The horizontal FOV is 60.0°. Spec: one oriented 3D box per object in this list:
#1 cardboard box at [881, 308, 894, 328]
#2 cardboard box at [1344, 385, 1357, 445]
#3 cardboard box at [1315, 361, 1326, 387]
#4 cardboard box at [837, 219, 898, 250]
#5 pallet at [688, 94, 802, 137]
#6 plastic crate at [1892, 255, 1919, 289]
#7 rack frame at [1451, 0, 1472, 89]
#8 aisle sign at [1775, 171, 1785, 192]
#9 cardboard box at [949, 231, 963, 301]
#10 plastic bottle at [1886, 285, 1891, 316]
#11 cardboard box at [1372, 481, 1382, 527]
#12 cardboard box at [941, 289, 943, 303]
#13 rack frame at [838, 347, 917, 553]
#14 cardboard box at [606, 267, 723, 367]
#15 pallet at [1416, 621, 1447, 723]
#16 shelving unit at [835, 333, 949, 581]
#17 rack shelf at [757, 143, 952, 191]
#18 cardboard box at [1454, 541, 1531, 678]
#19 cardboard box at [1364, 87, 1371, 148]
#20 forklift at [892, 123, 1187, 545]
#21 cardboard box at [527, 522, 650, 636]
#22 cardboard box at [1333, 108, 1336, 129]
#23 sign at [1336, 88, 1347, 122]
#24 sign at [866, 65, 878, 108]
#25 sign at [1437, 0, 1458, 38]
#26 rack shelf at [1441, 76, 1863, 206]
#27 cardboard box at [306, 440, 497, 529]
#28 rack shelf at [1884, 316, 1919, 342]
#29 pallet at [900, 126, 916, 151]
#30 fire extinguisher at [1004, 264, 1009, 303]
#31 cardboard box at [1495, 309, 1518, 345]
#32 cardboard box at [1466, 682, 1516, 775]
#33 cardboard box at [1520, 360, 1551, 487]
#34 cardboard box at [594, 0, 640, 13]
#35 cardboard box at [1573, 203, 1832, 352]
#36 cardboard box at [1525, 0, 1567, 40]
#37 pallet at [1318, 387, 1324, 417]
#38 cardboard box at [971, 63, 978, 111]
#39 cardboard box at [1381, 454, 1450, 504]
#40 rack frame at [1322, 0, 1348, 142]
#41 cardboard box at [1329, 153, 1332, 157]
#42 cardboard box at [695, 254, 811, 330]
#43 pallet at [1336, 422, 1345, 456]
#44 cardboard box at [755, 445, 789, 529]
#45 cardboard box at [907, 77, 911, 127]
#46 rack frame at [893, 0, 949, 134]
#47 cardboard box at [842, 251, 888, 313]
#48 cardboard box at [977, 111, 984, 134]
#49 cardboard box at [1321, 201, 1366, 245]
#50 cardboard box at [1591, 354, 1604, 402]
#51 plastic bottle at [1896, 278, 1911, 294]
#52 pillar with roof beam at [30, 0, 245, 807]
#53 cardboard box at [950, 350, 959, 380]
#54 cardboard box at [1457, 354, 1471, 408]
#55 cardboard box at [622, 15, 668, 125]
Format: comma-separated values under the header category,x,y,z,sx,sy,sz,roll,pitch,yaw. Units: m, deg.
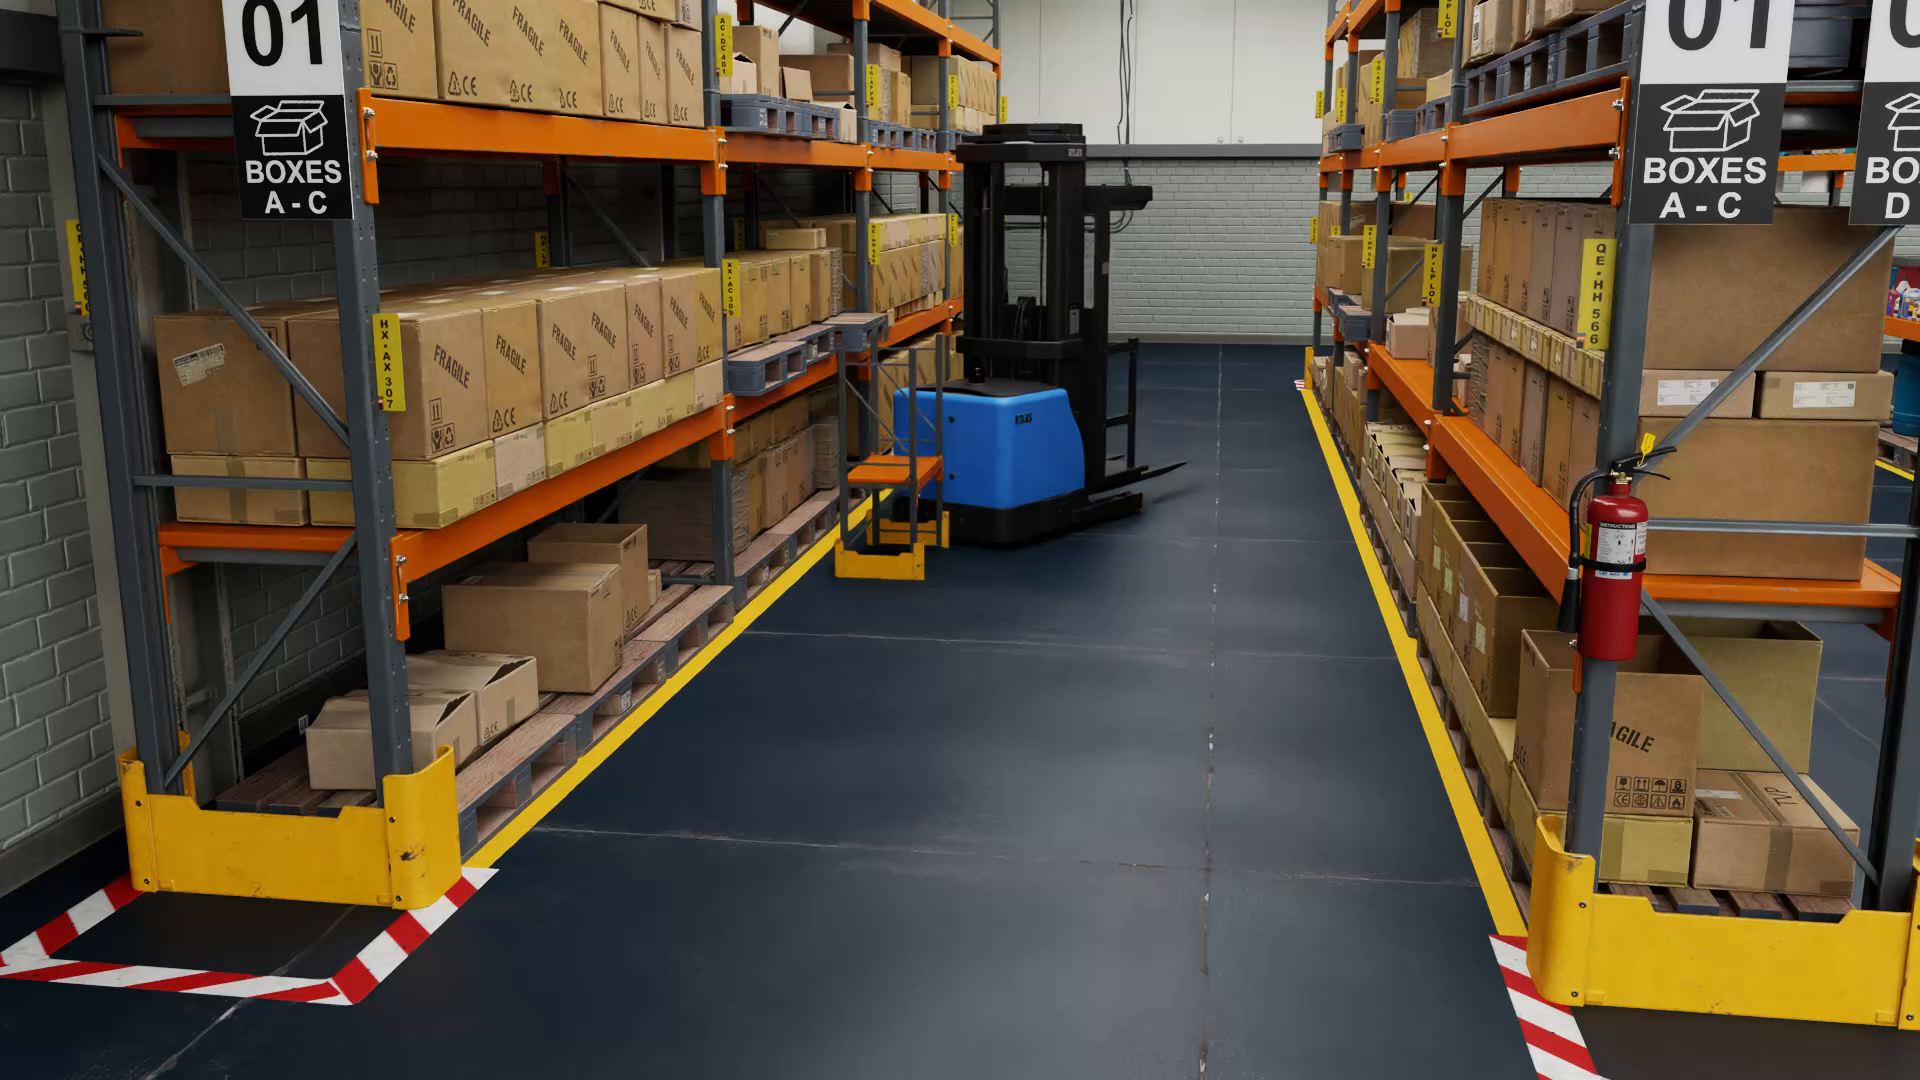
category,x,y,z,sx,sy,sz,roll,pitch,yaw
cardboard box,-0.776,-1.909,14.278,0.380,0.149,0.250,2,12,10
cardboard box,3.734,-1.109,14.907,0.500,0.500,0.500,1,12,7
cardboard box,4.381,-1.920,19.266,0.500,0.250,0.500,2,12,9
cardboard box,-0.821,-2.625,14.281,0.500,0.250,0.500,2,12,8
pallet,-1.642,-2.523,9.905,1.213,0.211,1.003,2,12,9
plastic crate,9.562,-2.606,16.671,0.402,0.464,0.583,2,12,9
rack frame,3.053,-3.796,8.248,1.000,3.000,0.127,2,12,9
aisle sign,9.510,-4.496,19.563,0.394,0.787,0.004,2,12,9
cardboard box,-0.513,-2.948,17.838,0.980,0.700,0.700,2,12,10
plastic bottle,8.699,-2.248,15.581,0.061,0.283,0.133,2,12,9
cardboard box,3.147,-0.245,11.539,0.500,0.250,0.500,2,12,7
cardboard box,-0.384,-2.496,17.004,0.380,0.149,0.250,2,12,9
rack frame,-0.525,-0.481,10.664,0.500,1.500,0.032,2,12,9
cardboard box,-1.610,-1.218,9.053,0.500,0.500,0.500,2,12,9
pallet,2.889,0.664,8.412,1.003,0.211,1.213,2,12,9
shelving unit,-0.445,-0.588,11.164,0.587,1.500,1.083,2,12,9
rack shelf,-0.920,-3.387,15.176,1.077,0.370,4.000,2,12,9
cardboard box,2.444,0.308,7.196,0.500,0.500,0.500,2,12,9
cardboard box,3.860,-3.518,13.838,0.910,0.500,0.500,2,12,9
forklift,0.767,-1.656,12.722,1.130,2.935,3.031,9,15,34
cardboard box,-1.963,0.201,8.830,0.500,0.500,0.500,1,12,4
cardboard box,4.249,-4.484,17.730,0.500,0.250,0.500,2,12,9
sign,3.746,-4.264,16.311,0.100,0.325,0.005,2,12,9
sign,-0.691,-3.557,13.031,0.100,0.325,0.005,2,12,9
sign,2.515,-2.752,8.548,0.100,0.325,0.005,2,12,9
rack shelf,2.745,-1.562,6.708,1.077,0.370,4.000,2,12,9
cardboard box,-2.069,-0.218,6.195,0.500,0.250,0.500,2,12,7
rack shelf,8.869,-1.600,14.003,1.077,0.370,4.000,2,12,9
pallet,-1.012,-3.598,14.899,1.003,0.211,1.213,2,12,11
fire extinguisher,0.482,-3.318,21.336,0.296,0.674,0.183,2,12,9
cardboard box,2.664,-0.967,7.584,0.380,0.149,0.250,1,12,7
cardboard box,2.368,0.778,6.792,0.500,0.250,0.500,2,12,9
cardboard box,2.757,-0.499,6.950,0.700,0.500,0.500,2,12,10
cardboard box,-1.796,-2.700,7.625,0.500,0.500,0.500,1,12,7
cardboard box,2.606,-0.931,5.878,0.700,0.500,0.500,2,12,7
cardboard box,2.440,-2.091,6.340,0.500,0.311,0.500,3,13,15
pallet,4.575,-1.563,18.746,1.003,0.211,1.213,2,12,9
cardboard box,-0.082,-5.052,18.536,0.500,0.500,0.500,2,12,9
cardboard box,3.066,-0.409,10.971,0.500,0.311,0.500,2,12,8
rack frame,4.898,-6.294,19.839,1.000,3.000,0.127,2,12,9
cardboard box,4.333,-4.344,18.265,0.500,0.250,0.500,2,12,9
cardboard box,-1.459,-1.762,11.766,0.700,0.500,0.500,2,12,9
pallet,4.195,-0.995,16.110,1.003,0.211,1.213,2,12,9
cardboard box,-1.597,-0.384,11.545,0.700,0.500,0.500,2,12,9
cardboard box,-0.856,-4.239,16.142,0.700,0.500,0.500,1,12,6
rack frame,-0.612,-5.621,16.716,1.000,3.000,0.127,2,12,9
cardboard box,-0.900,-2.153,13.872,0.500,0.500,0.500,2,12,10
cardboard box,-0.001,-4.790,19.104,0.500,0.250,0.500,2,12,7
cardboard box,4.497,-3.706,19.460,0.500,0.500,0.500,2,12,9
cardboard box,2.347,-0.537,5.588,0.380,0.149,0.250,2,12,10
plastic bottle,8.796,-2.272,15.534,0.144,0.351,0.185,2,12,9
pillar with roof beam,1.049,-3.157,5.284,9.100,9.000,0.400,2,12,9
cardboard box,-0.396,-1.824,18.274,0.700,0.500,0.500,2,12,9
cardboard box,3.085,-0.894,9.378,0.500,0.250,0.500,3,12,12
cardboard box,-1.766,-2.330,8.281,0.500,0.500,0.500,1,12,4
